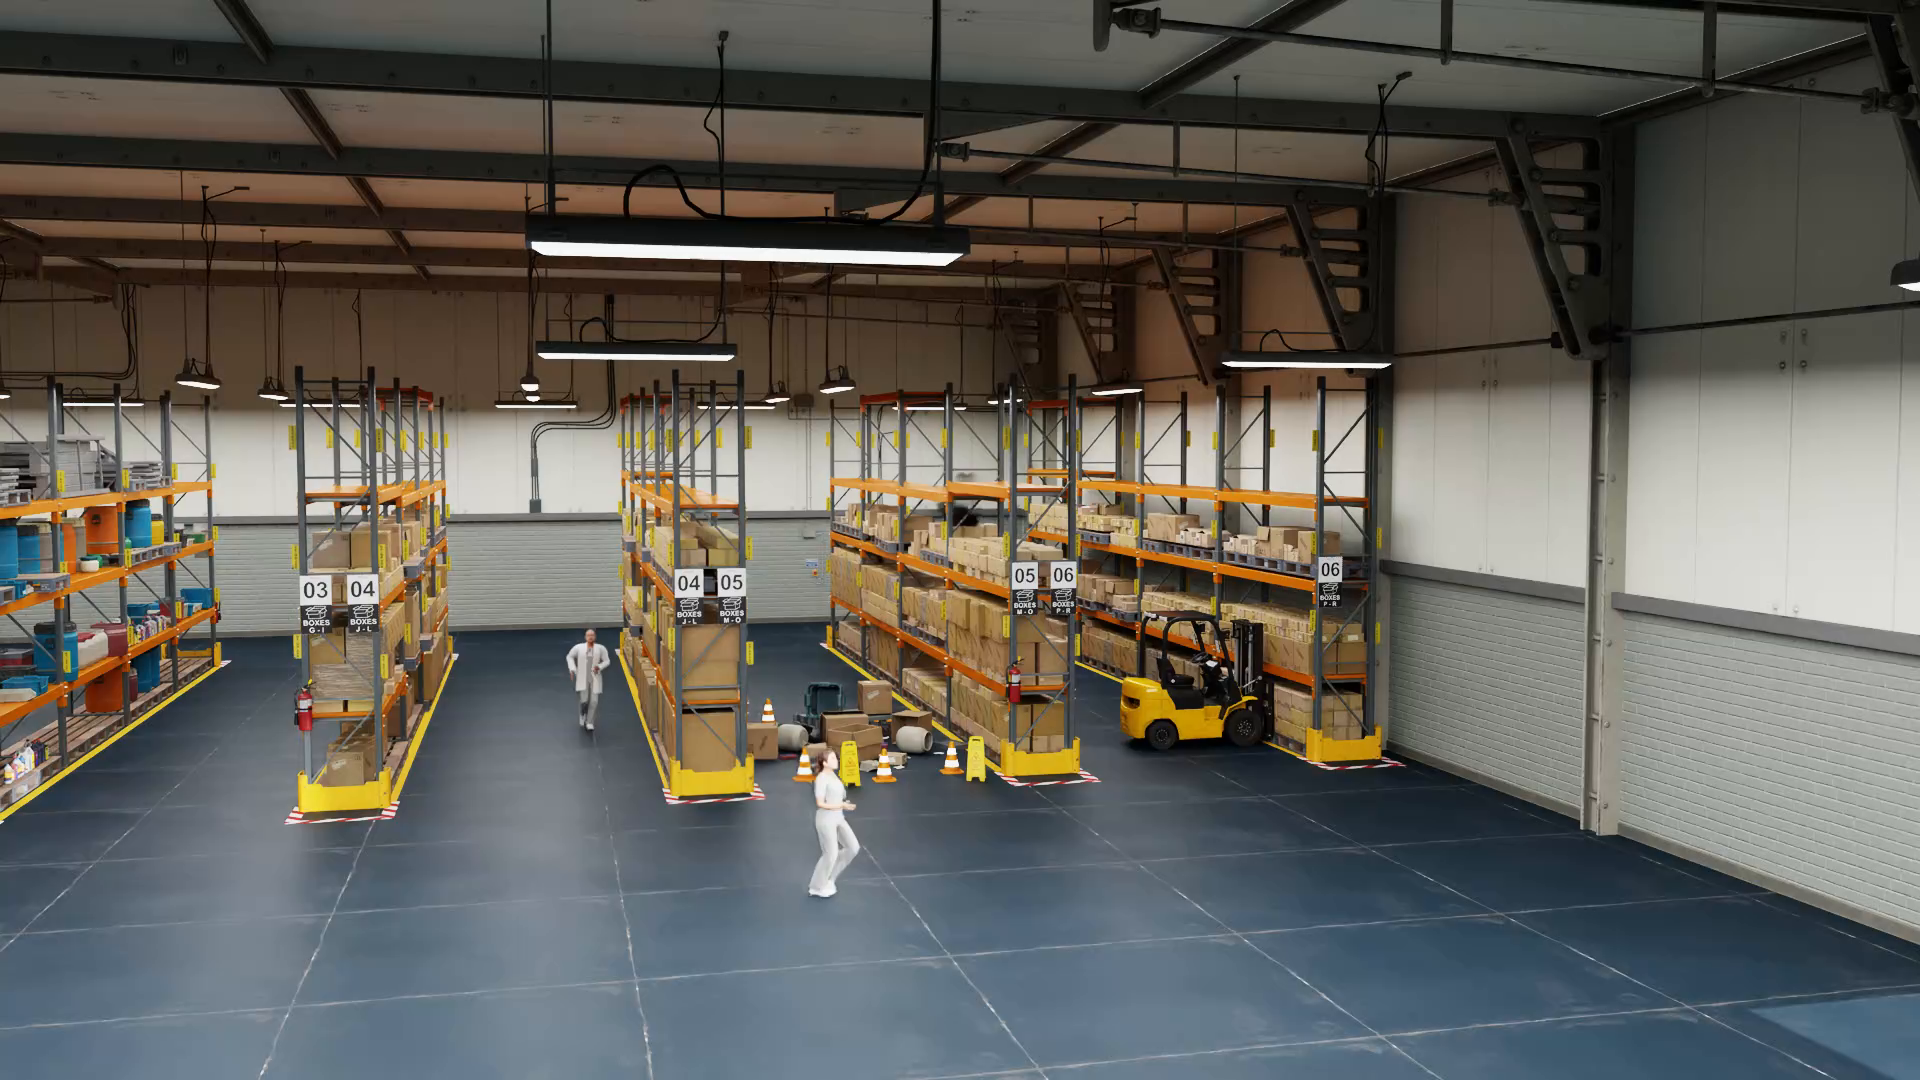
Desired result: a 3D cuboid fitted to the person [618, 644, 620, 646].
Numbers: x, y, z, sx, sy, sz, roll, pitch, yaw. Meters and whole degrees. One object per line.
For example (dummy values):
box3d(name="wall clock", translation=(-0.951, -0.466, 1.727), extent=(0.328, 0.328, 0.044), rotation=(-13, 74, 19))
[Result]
box3d(name="person", translation=(-7.764, 1.711, 40.281), extent=(1.055, 1.737, 0.686), rotation=(-1, 4, -14))

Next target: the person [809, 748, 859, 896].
box3d(name="person", translation=(-1.370, 3.086, 18.180), extent=(0.605, 1.629, 0.544), rotation=(1, 4, 21))

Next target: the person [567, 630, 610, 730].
box3d(name="person", translation=(-6.398, 2.417, 28.725), extent=(0.720, 1.734, 0.643), rotation=(-1, 4, -19))
